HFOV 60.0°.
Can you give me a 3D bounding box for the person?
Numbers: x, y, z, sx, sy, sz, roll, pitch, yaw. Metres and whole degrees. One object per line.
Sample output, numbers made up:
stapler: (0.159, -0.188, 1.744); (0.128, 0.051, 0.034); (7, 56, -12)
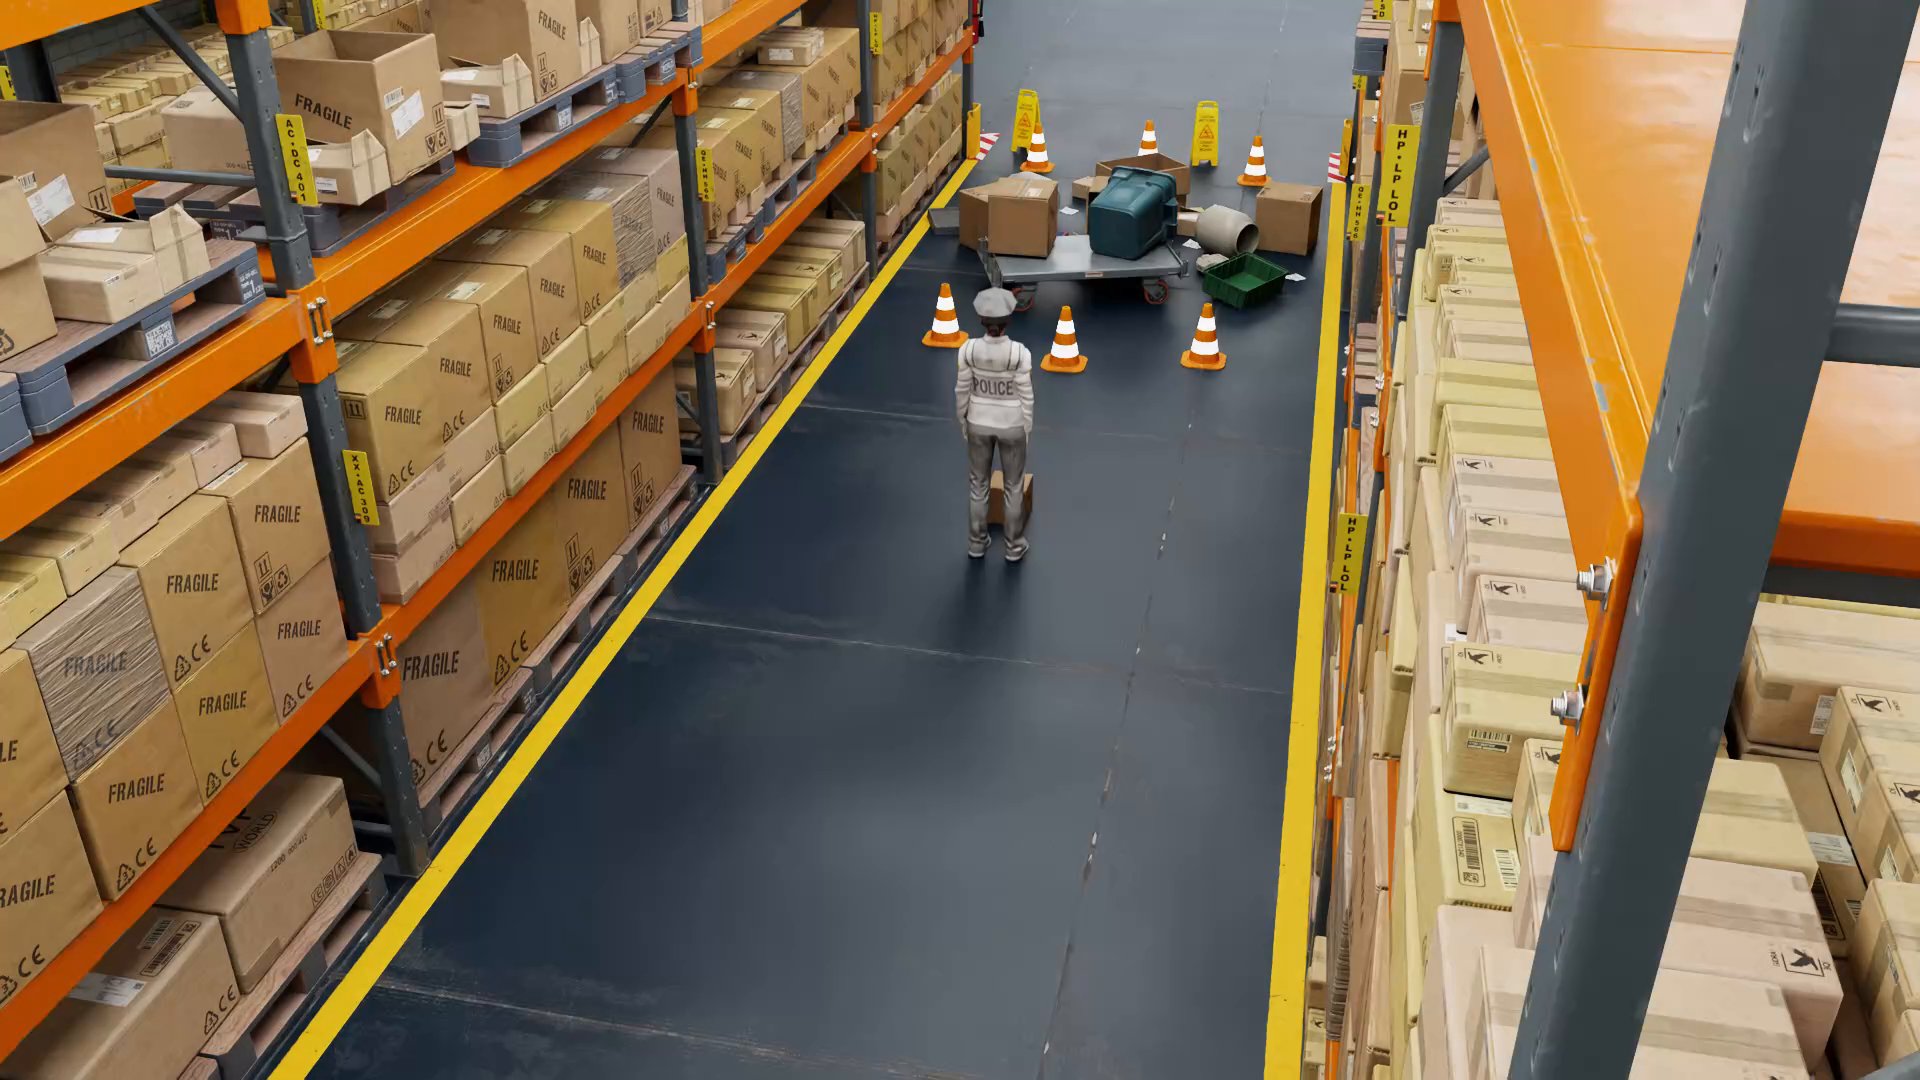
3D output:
person: (0.205, -0.667, 9.798); (0.469, 1.691, 0.345); (7, 30, 12)
